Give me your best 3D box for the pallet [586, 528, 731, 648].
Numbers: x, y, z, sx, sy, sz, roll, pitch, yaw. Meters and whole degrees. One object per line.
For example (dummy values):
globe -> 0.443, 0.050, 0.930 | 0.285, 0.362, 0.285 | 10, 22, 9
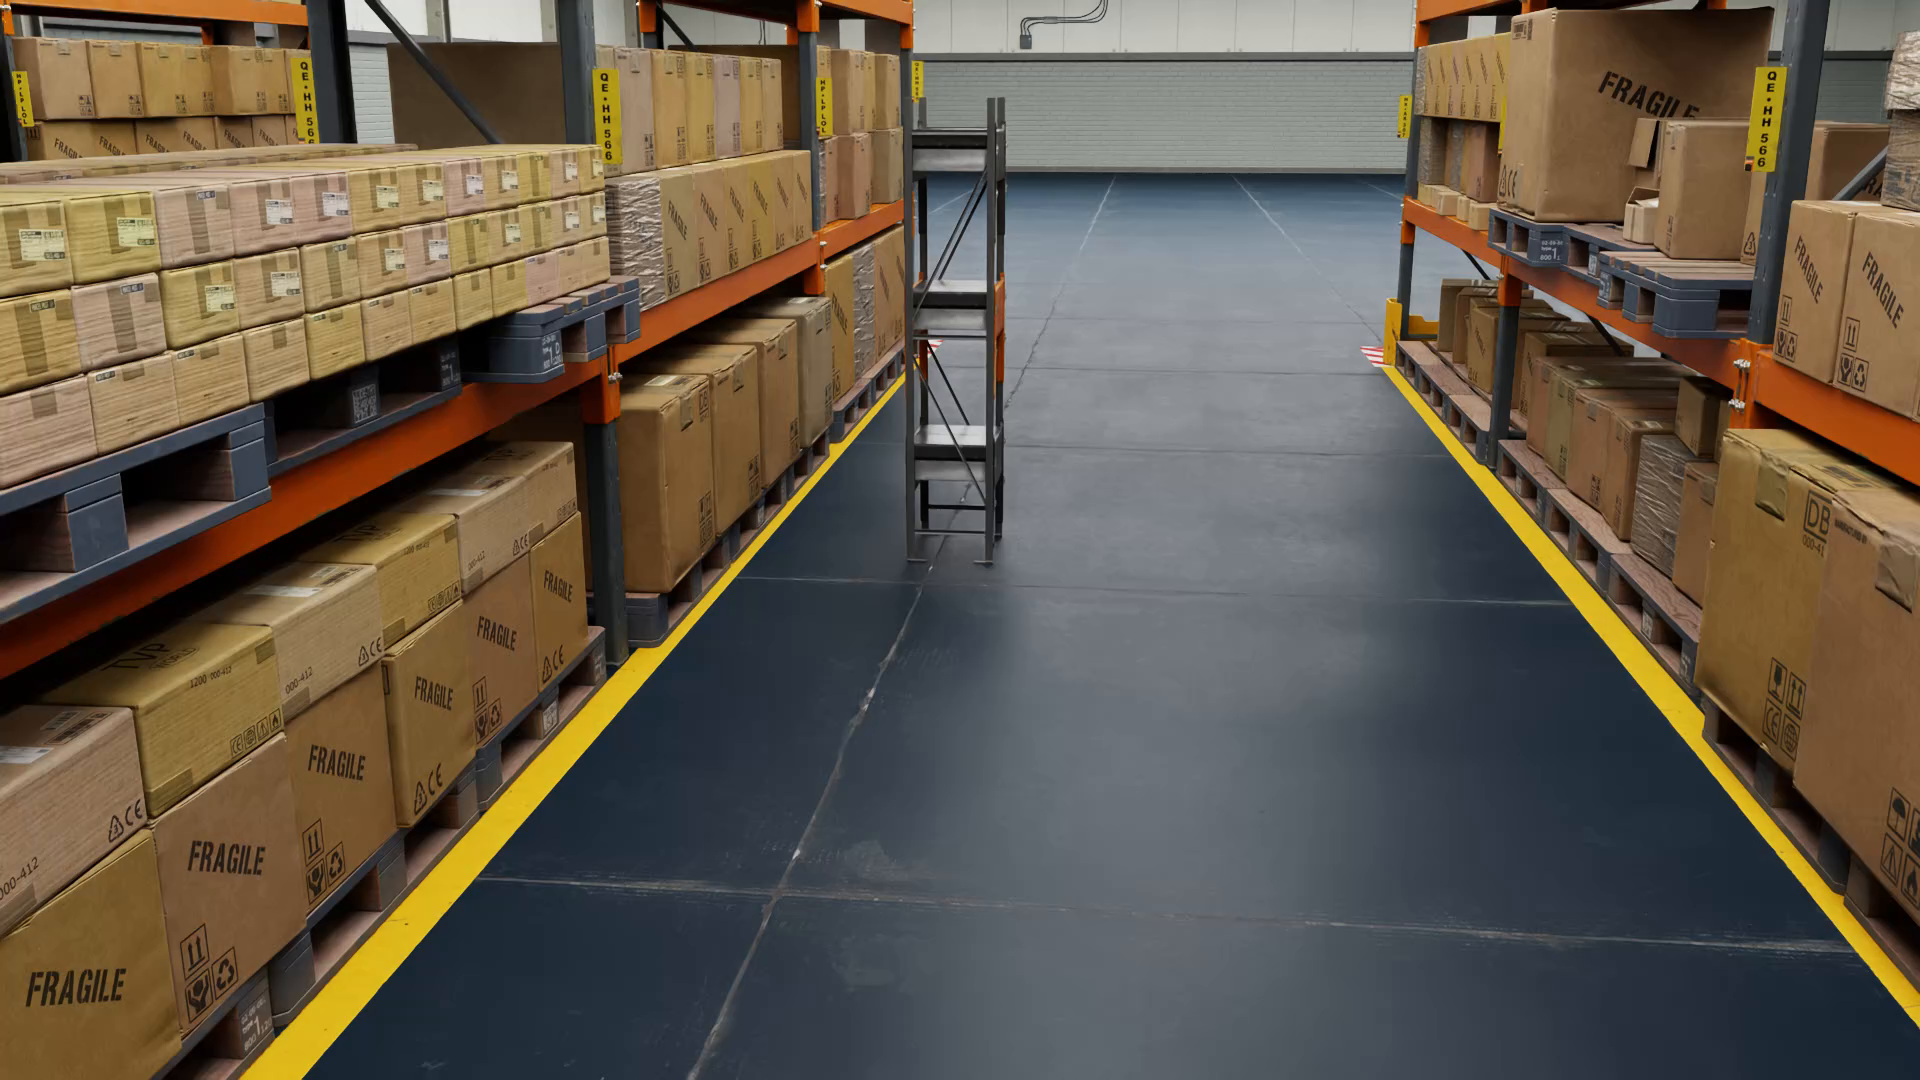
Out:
pallet -> -1.624, 0.157, 7.177 | 1.003, 0.211, 1.213 | 2, 15, 6

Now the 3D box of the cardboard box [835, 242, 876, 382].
cardboard box -> -1.098, -1.596, 11.585 | 0.875, 0.875, 0.875 | 2, 15, 7

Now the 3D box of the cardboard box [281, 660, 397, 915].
cardboard box -> -1.788, 0.597, 4.191 | 0.500, 0.500, 0.500 | 2, 15, 7

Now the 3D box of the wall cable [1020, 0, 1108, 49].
wall cable -> 2.741, -15.932, 43.328 | 2.305, 6.003, 0.169 | 2, 15, 6

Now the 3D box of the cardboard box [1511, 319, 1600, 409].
cardboard box -> 3.723, -1.099, 10.465 | 0.500, 0.500, 0.500 | 7, 17, 24

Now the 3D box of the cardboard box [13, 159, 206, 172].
cardboard box -> -2.179, -0.900, 4.282 | 0.380, 0.149, 0.250 | 2, 15, 8

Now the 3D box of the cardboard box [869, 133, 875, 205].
cardboard box -> -1.110, -2.752, 12.304 | 0.875, 0.550, 0.550 | 2, 15, 6

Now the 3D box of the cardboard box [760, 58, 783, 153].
cardboard box -> -1.386, -2.426, 9.281 | 0.700, 0.500, 0.500 | 1, 15, 5

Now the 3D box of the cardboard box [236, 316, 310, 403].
cardboard box -> -1.622, -0.387, 3.525 | 0.380, 0.149, 0.250 | 1, 15, 4

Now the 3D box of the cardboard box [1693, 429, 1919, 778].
cardboard box -> 3.031, 0.187, 4.990 | 1.225, 0.875, 0.875 | 1, 15, 4

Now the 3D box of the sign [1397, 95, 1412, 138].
sign -> 3.493, -3.323, 13.047 | 0.100, 0.325, 0.005 | 2, 15, 6

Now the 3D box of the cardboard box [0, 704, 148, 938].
cardboard box -> -1.893, 0.509, 3.082 | 0.500, 0.250, 0.500 | 1, 15, 4

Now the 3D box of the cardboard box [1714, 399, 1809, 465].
cardboard box -> 3.175, -0.357, 6.244 | 0.500, 0.250, 0.500 | 2, 15, 9

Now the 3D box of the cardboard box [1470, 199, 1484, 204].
cardboard box -> 3.503, -2.118, 10.729 | 0.380, 0.149, 0.250 | 2, 15, 6

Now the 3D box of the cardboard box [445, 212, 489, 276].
cardboard box -> -1.506, -0.803, 4.493 | 0.380, 0.149, 0.250 | 2, 15, 6

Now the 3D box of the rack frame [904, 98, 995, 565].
rack frame -> -0.046, -0.907, 7.495 | 0.400, 2.100, 0.015 | 2, 15, 6

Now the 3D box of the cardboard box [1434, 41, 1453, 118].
cardboard box -> 3.581, -3.170, 11.462 | 0.500, 0.500, 0.500 | 2, 15, 6

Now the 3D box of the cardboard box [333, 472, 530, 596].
cardboard box -> -1.650, -0.028, 5.068 | 0.500, 0.250, 0.500 | 2, 15, 7

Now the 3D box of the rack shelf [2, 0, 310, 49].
rack shelf -> -6.040, -3.763, 11.964 | 1.077, 0.370, 4.000 | 2, 15, 6

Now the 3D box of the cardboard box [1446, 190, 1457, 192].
cardboard box -> 3.629, -2.377, 11.687 | 0.380, 0.149, 0.250 | 2, 15, 6

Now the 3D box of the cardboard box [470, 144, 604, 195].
cardboard box -> -1.387, -1.215, 5.445 | 0.380, 0.149, 0.250 | 1, 15, 4

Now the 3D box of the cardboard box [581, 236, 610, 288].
cardboard box -> -1.387, -0.927, 5.519 | 0.380, 0.149, 0.250 | 2, 15, 7

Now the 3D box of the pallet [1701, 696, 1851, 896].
pallet -> 2.965, 0.734, 5.044 | 1.003, 0.211, 1.213 | 2, 15, 6

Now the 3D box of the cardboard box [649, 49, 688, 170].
cardboard box -> -1.616, -1.898, 7.328 | 0.700, 0.500, 0.500 | 1, 15, 5

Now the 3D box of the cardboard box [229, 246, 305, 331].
cardboard box -> -1.625, -0.535, 3.500 | 0.380, 0.149, 0.250 | 2, 15, 9

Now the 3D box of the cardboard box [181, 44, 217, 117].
cardboard box -> -5.870, -3.325, 12.036 | 0.700, 0.500, 0.500 | 2, 15, 6

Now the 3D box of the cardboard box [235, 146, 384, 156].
cardboard box -> -2.060, -1.171, 5.285 | 0.380, 0.149, 0.250 | 1, 15, 5

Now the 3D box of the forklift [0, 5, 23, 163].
forklift -> -4.637, -1.119, 6.686 | 3.031, 2.935, 1.130 | 0, 15, -1

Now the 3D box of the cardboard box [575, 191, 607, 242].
cardboard box -> -1.391, -1.070, 5.480 | 0.380, 0.149, 0.250 | 2, 15, 7

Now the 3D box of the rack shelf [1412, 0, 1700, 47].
rack shelf -> 3.806, -3.471, 10.885 | 1.077, 0.370, 4.000 | 2, 15, 6

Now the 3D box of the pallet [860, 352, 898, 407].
pallet -> -1.038, -1.190, 12.160 | 1.003, 0.211, 1.213 | 2, 15, 6

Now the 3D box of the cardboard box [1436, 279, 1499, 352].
cardboard box -> 3.945, -1.724, 12.775 | 0.500, 0.500, 0.500 | 5, 16, 17

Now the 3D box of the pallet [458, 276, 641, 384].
pallet -> -1.762, -0.706, 5.395 | 1.213, 0.211, 1.003 | 2, 15, 6

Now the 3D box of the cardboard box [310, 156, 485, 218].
cardboard box -> -1.507, -0.950, 4.466 | 0.380, 0.149, 0.250 | 2, 15, 6

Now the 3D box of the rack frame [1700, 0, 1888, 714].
rack frame -> 3.129, -0.814, 5.428 | 1.000, 3.000, 0.127 | 2, 15, 6

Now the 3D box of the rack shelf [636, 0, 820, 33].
rack shelf -> -1.562, -2.606, 7.685 | 1.077, 0.370, 4.000 | 2, 15, 6

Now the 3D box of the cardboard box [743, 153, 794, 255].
cardboard box -> -1.187, -1.798, 8.874 | 0.500, 0.500, 0.500 | 2, 15, 6

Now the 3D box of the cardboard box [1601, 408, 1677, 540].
cardboard box -> 3.292, -0.286, 7.419 | 0.700, 0.500, 0.500 | 3, 15, 11

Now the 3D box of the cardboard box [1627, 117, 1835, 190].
cardboard box -> 3.477, -1.652, 7.523 | 0.797, 0.503, 0.637 | 3, 15, 12

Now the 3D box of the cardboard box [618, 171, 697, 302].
cardboard box -> -1.414, -1.275, 6.941 | 0.500, 0.500, 0.500 | 2, 15, 6

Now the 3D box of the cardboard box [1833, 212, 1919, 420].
cardboard box -> 2.748, -0.611, 4.483 | 0.500, 0.500, 0.500 | 1, 15, 5

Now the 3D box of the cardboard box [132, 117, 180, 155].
cardboard box -> -5.836, -2.702, 11.648 | 0.500, 0.500, 0.500 | 2, 15, 6

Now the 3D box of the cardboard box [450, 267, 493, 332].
cardboard box -> -1.506, -0.661, 4.538 | 0.380, 0.149, 0.250 | 1, 15, 4

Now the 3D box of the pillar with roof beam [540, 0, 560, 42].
pillar with roof beam -> -4.736, -12.166, 35.916 | 9.100, 9.000, 0.400 | 2, 15, 6

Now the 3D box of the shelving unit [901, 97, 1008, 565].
shelving unit -> -0.019, -0.971, 7.729 | 0.431, 2.100, 0.503 | 2, 15, 6

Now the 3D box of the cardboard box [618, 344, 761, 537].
cardboard box -> -1.534, -0.486, 7.717 | 1.050, 0.750, 0.750 | 2, 15, 7

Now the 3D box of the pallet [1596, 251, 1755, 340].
pallet -> 3.104, -0.910, 6.148 | 1.213, 0.211, 1.003 | 2, 15, 6

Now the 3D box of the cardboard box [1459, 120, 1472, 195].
cardboard box -> 3.838, -2.548, 11.079 | 0.875, 0.500, 0.500 | 2, 15, 6

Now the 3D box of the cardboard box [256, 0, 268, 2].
cardboard box -> -5.636, -4.274, 12.955 | 0.380, 0.149, 0.250 | 2, 15, 8

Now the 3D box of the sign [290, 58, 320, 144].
sign -> -2.339, -1.561, 5.971 | 0.100, 0.325, 0.005 | 2, 15, 6

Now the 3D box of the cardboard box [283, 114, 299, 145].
cardboard box -> -5.602, -3.224, 13.578 | 0.500, 0.500, 0.500 | 1, 15, 5

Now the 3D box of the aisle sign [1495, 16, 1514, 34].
aisle sign -> 4.337, -4.151, 12.788 | 0.394, 0.787, 0.004 | 2, 15, 6

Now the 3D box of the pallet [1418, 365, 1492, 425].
pallet -> 3.756, -0.998, 11.450 | 1.003, 0.211, 1.213 | 2, 15, 6

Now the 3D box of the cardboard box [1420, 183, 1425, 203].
cardboard box -> 3.716, -2.637, 12.649 | 0.380, 0.149, 0.250 | 2, 15, 6

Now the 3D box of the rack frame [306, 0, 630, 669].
rack frame -> -1.788, -0.987, 6.065 | 1.000, 3.000, 0.127 | 2, 15, 6

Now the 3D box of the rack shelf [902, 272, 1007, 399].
rack shelf -> -0.019, -0.957, 7.733 | 0.431, 0.518, 0.480 | 2, 15, 6

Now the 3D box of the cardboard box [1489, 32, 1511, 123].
cardboard box -> 3.358, -2.651, 9.543 | 0.500, 0.500, 0.500 | 2, 15, 6

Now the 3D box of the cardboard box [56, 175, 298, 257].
cardboard box -> -1.622, -0.677, 3.455 | 0.380, 0.149, 0.250 | 2, 15, 6

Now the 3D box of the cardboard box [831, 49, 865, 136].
cardboard box -> -1.116, -2.995, 11.134 | 0.875, 0.550, 0.550 | 2, 15, 6
